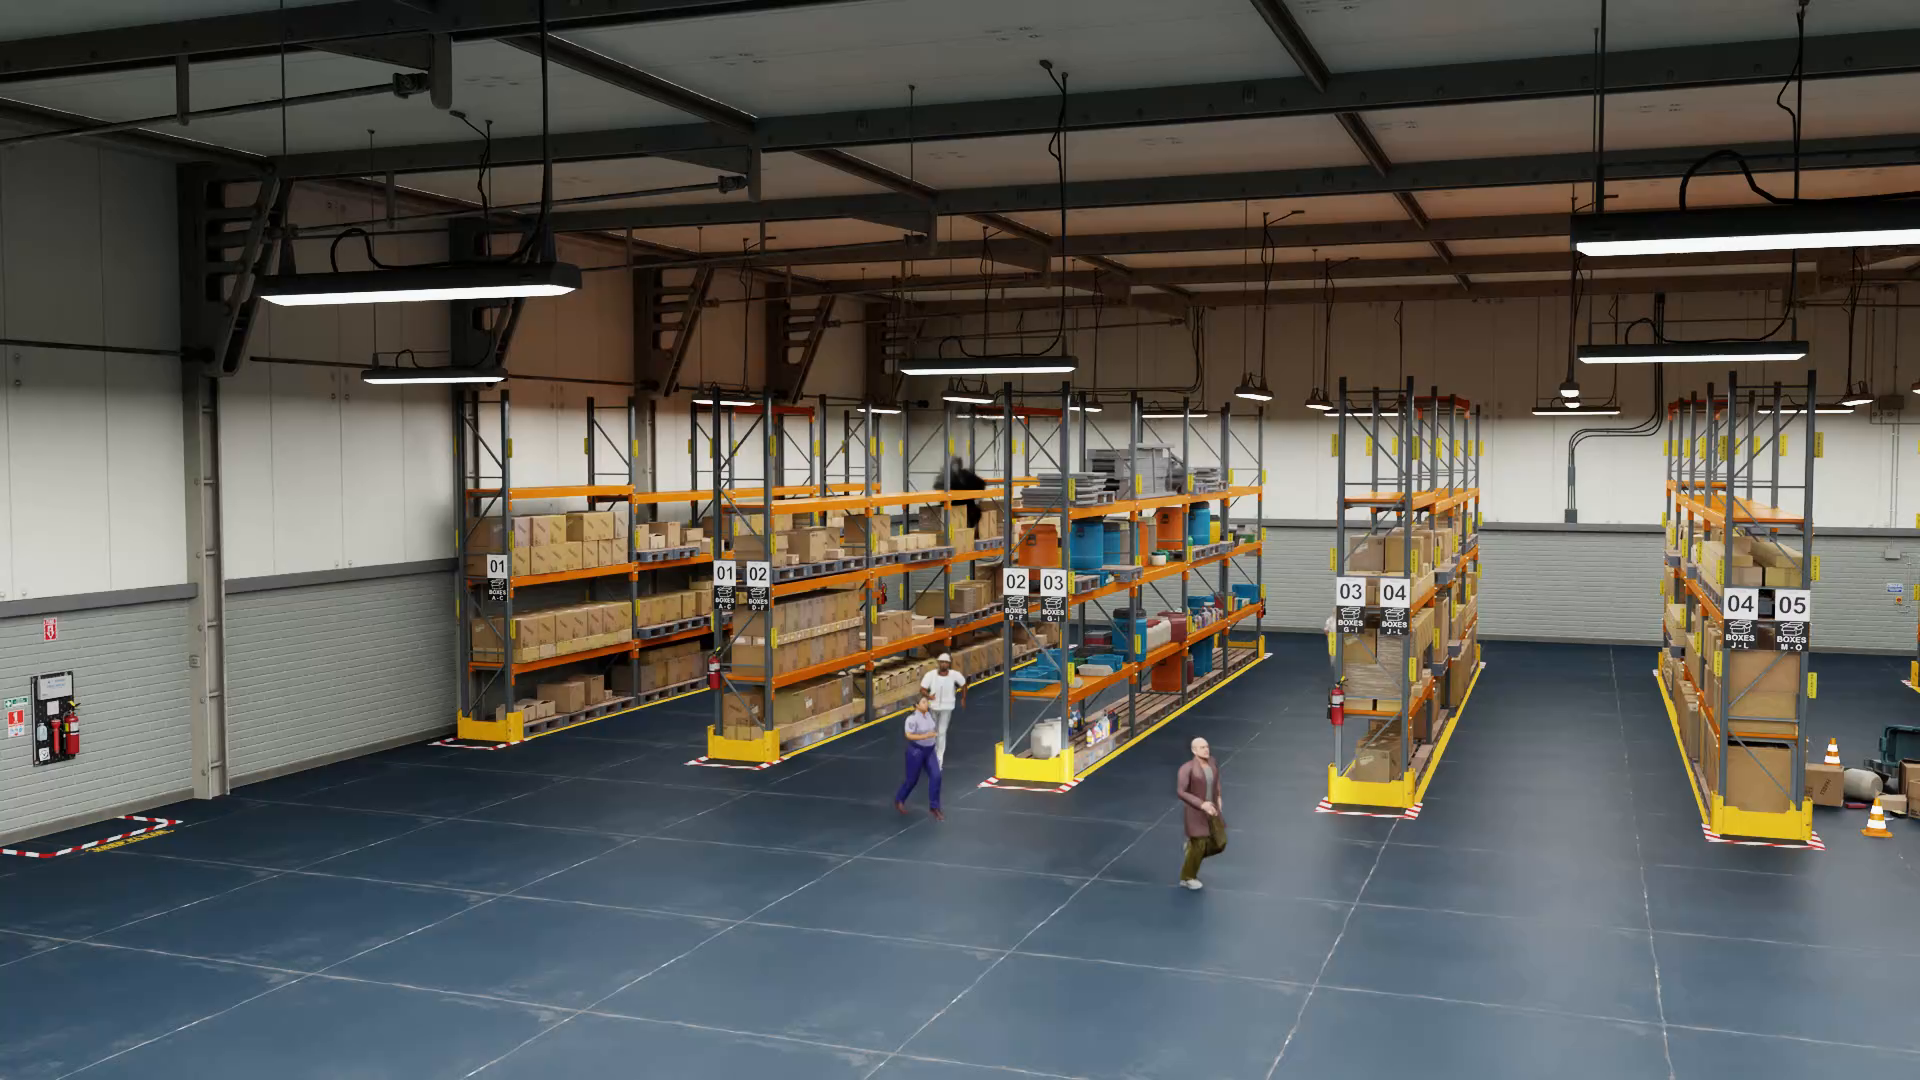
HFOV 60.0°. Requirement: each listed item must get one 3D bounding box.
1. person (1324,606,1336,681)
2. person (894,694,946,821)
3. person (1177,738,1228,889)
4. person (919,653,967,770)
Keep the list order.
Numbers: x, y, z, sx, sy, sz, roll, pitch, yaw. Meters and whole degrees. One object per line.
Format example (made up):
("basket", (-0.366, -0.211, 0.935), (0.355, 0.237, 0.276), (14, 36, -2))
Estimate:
("person", (8.101, 2.230, 35.629), (0.587, 1.632, 0.603), (1, 3, 17))
("person", (-0.558, 2.943, 22.516), (0.810, 1.677, 0.631), (3, 4, 43))
("person", (2.759, 3.095, 18.818), (0.747, 1.732, 0.690), (-2, 4, -34))
("person", (-0.270, 2.674, 26.242), (0.739, 1.801, 0.872), (0, 3, 7))
